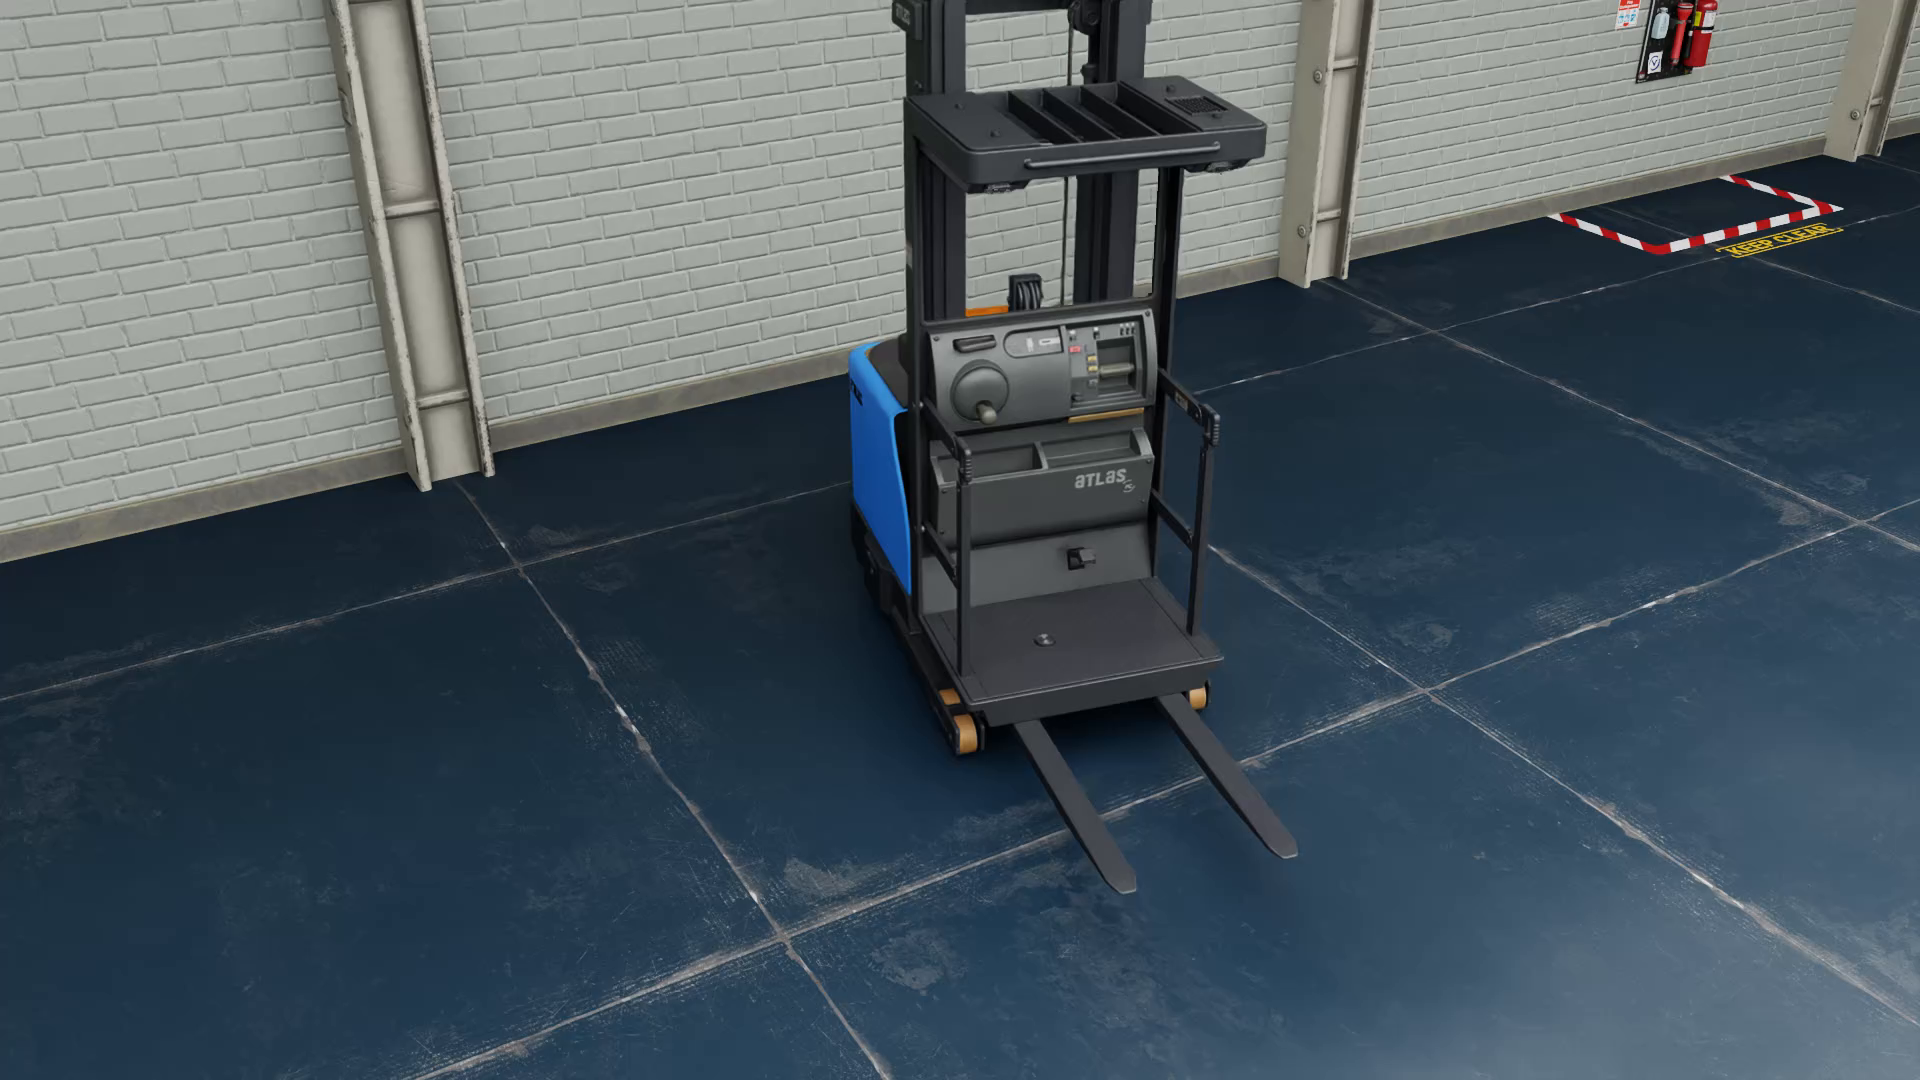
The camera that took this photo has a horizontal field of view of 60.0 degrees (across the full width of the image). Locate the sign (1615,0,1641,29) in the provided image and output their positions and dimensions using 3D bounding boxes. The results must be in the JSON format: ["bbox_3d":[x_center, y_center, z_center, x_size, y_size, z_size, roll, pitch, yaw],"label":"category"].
[{"bbox_3d":[4.939,-3.950,12.265,0.234,0.329,0.001,-16,33,-26],"label":"sign"}]

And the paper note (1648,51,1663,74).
[{"bbox_3d":[5.280,-3.626,12.628,0.142,0.148,0.016,-16,33,-26],"label":"paper note"}]

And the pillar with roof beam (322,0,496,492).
[{"bbox_3d":[-0.547,-2.511,3.487,0.400,9.000,9.100,-16,33,-26],"label":"pillar with roof beam"}]

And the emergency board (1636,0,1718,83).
[{"bbox_3d":[5.468,-4.026,12.441,0.643,1.169,0.194,-16,33,-26],"label":"emergency board"}]

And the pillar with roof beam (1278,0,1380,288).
[{"bbox_3d":[4.626,-3.980,6.148,0.400,9.000,9.100,-16,33,-26],"label":"pillar with roof beam"}]

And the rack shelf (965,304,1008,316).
[{"bbox_3d":[0.061,-1.016,8.035,0.480,0.148,0.258,-9,30,-15],"label":"rack shelf"}]

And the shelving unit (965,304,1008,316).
[{"bbox_3d":[0.062,-0.671,8.223,0.503,1.200,0.258,-9,30,-15],"label":"shelving unit"}]

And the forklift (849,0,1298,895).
[{"bbox_3d":[0.403,-0.637,6.371,1.130,2.935,3.031,-9,30,-15],"label":"forklift"}]

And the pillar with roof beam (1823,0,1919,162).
[{"bbox_3d":[9.799,-5.449,8.809,0.400,9.000,9.100,-16,33,-26],"label":"pillar with roof beam"}]
